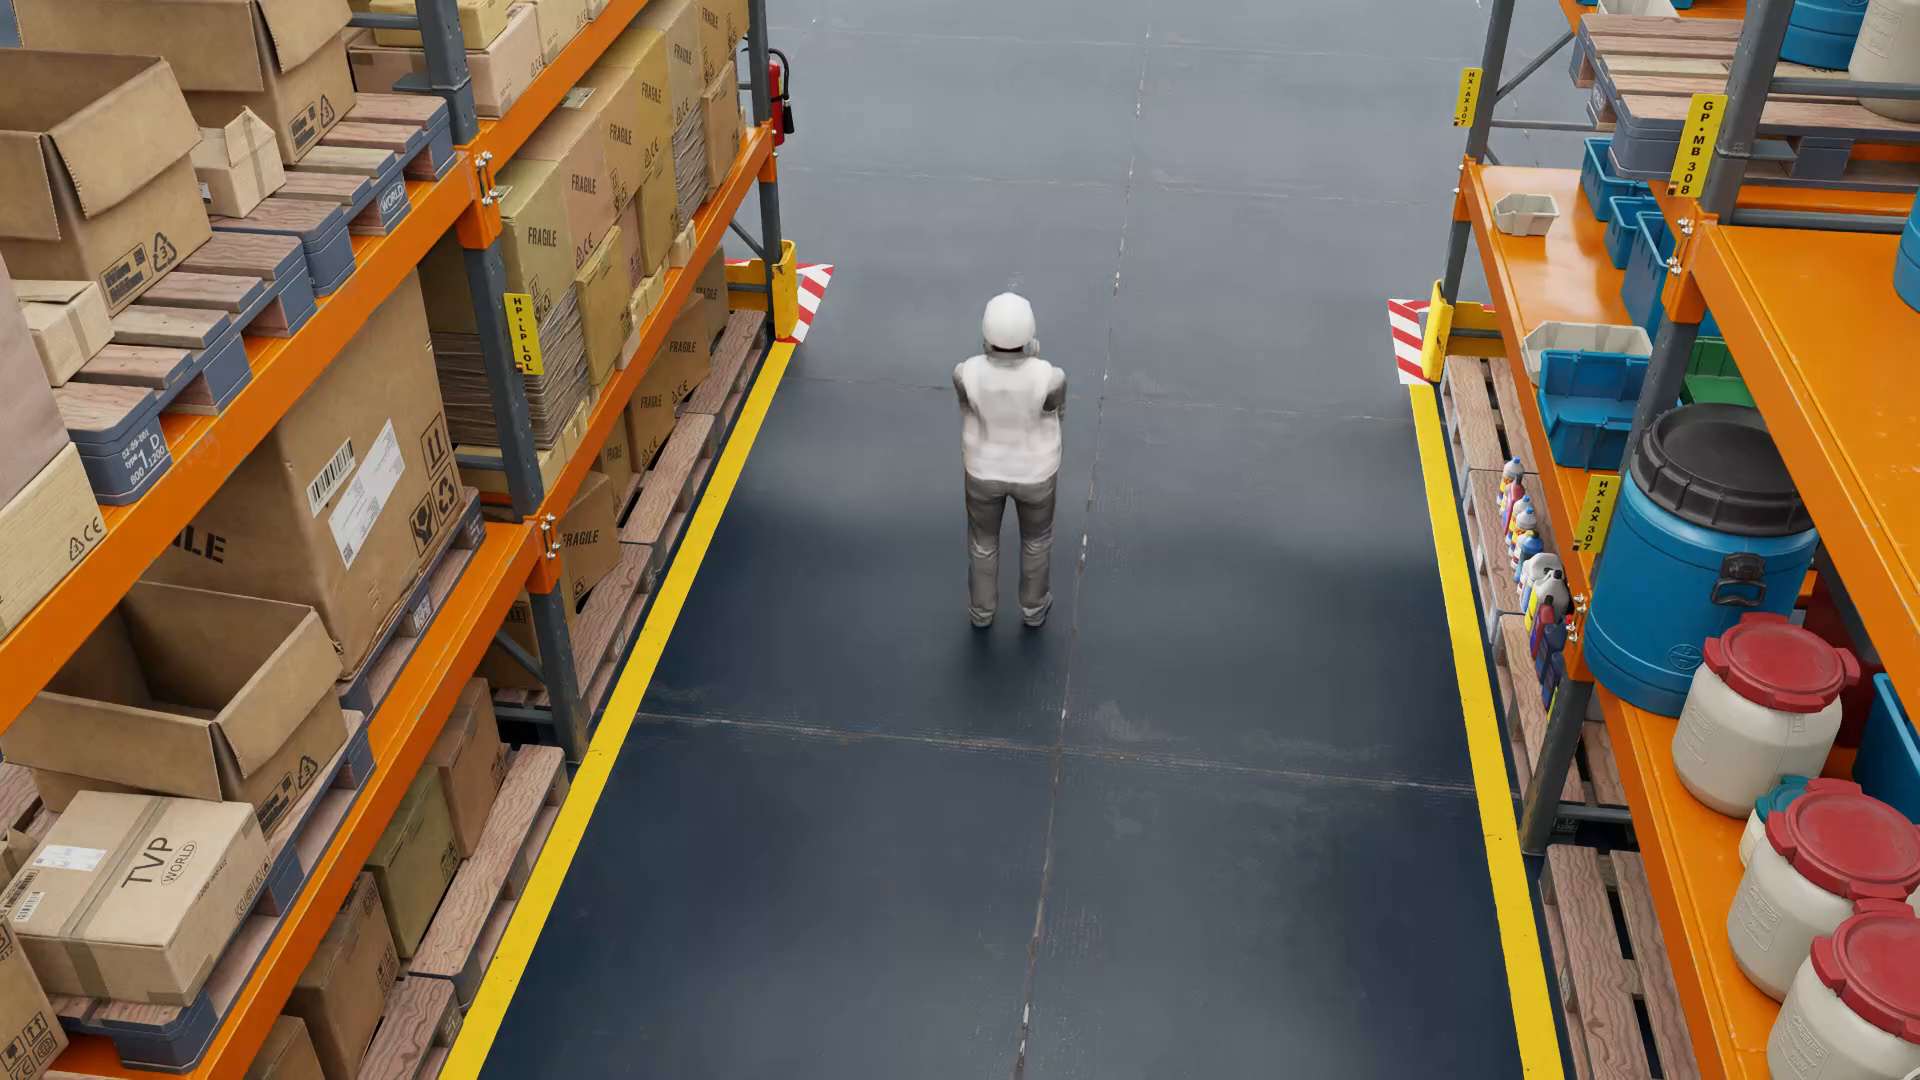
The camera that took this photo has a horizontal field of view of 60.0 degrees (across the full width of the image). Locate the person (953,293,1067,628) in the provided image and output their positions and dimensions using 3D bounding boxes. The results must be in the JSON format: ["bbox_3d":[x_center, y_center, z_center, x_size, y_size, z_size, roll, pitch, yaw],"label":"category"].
[{"bbox_3d":[0.229,-0.389,7.557,0.499,1.770,0.551,4,36,6],"label":"person"}]
